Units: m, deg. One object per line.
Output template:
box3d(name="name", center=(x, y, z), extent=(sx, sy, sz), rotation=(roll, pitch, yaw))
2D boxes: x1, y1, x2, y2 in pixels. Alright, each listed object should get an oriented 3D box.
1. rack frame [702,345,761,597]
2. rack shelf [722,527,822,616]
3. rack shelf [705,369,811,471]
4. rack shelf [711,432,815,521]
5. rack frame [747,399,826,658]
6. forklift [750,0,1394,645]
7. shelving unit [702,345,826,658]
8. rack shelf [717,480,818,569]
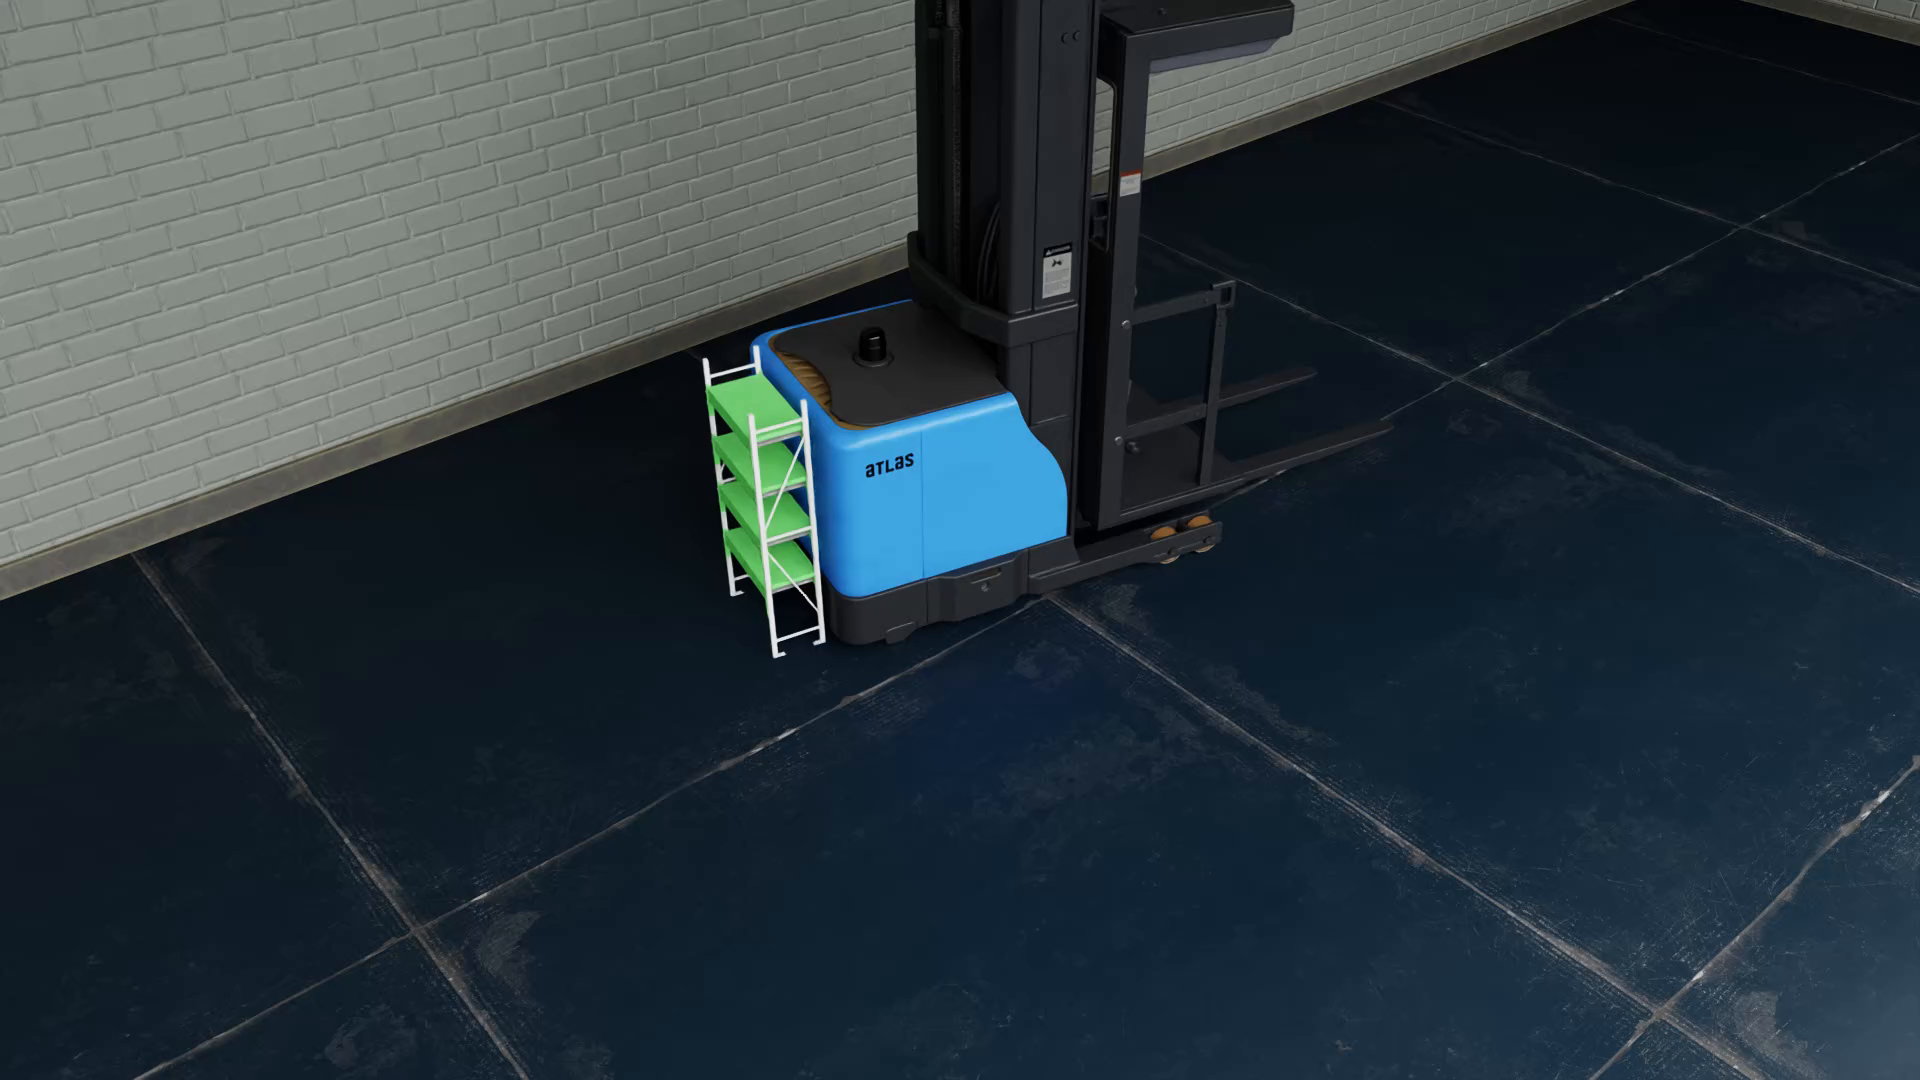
box3d(name="rack frame", center=(-0.921, -0.273, 7.093), extent=(0.240, 1.200, 0.015), rotation=(-18, 39, -22))
box3d(name="rack shelf", center=(-0.803, 0.099, 7.094), extent=(0.258, 0.148, 0.480), rotation=(-18, 39, -22))
box3d(name="rack shelf", center=(-0.814, -0.486, 6.674), extent=(0.258, 0.148, 0.480), rotation=(-18, 39, -22))
box3d(name="rack shelf", center=(-0.810, -0.291, 6.814), extent=(0.258, 0.148, 0.480), rotation=(-18, 39, -22))
box3d(name="rack frame", center=(-0.694, -0.023, 6.740), extent=(0.240, 1.200, 0.015), rotation=(-18, 39, -22))
box3d(name="forklift", center=(0.632, -1.343, 7.110), extent=(3.031, 2.935, 1.130), rotation=(-17, 39, -22))
box3d(name="shelving unit", center=(-0.808, -0.148, 6.917), extent=(0.258, 1.200, 0.503), rotation=(-18, 39, -22))
box3d(name="rack shelf", center=(-0.807, -0.096, 6.954), extent=(0.258, 0.148, 0.480), rotation=(-18, 39, -22))
